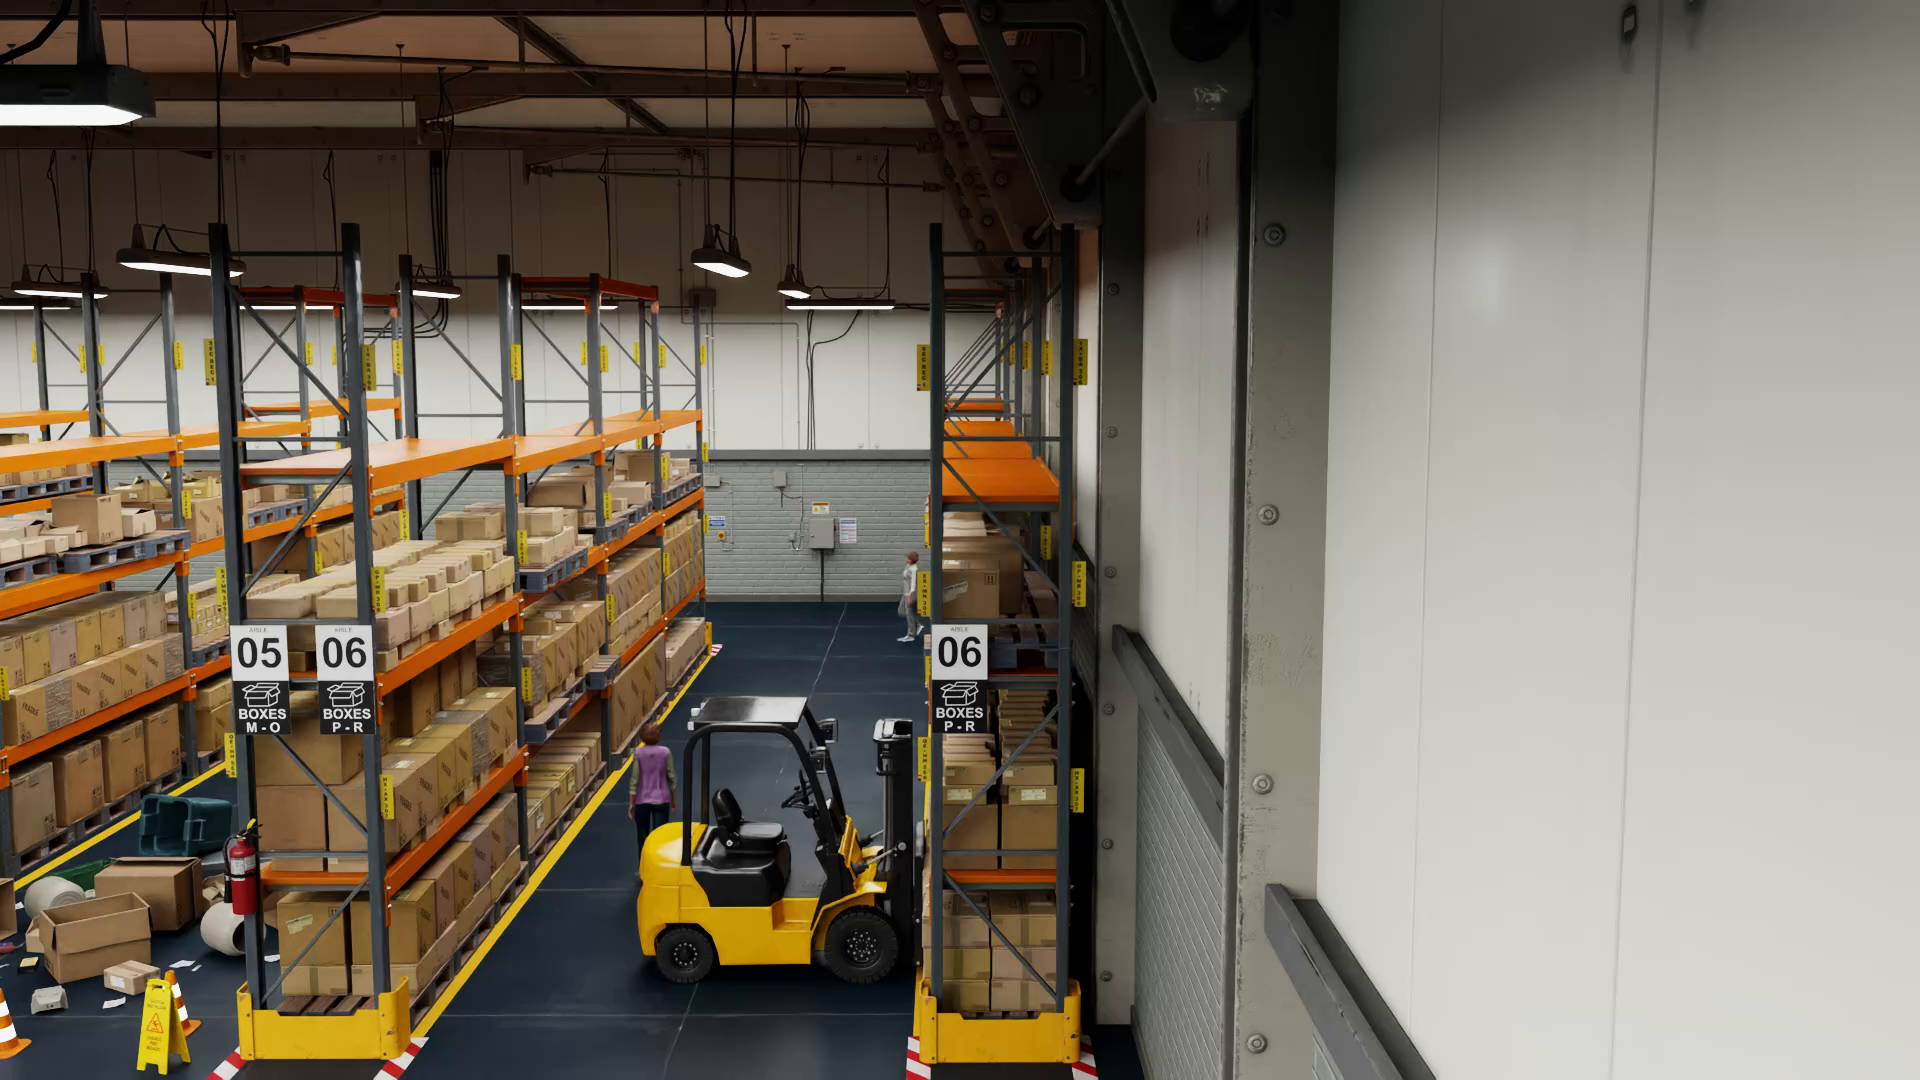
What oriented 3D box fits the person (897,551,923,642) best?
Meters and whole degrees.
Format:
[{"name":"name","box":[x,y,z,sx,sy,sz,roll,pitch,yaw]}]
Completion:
[{"name":"person","box":[-0.853,0.980,29.093,0.454,1.594,0.445,-2,7,-16]}]

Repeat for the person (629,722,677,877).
[{"name":"person","box":[-2.945,2.535,15.950,0.461,1.598,0.722,-1,7,-11]}]
